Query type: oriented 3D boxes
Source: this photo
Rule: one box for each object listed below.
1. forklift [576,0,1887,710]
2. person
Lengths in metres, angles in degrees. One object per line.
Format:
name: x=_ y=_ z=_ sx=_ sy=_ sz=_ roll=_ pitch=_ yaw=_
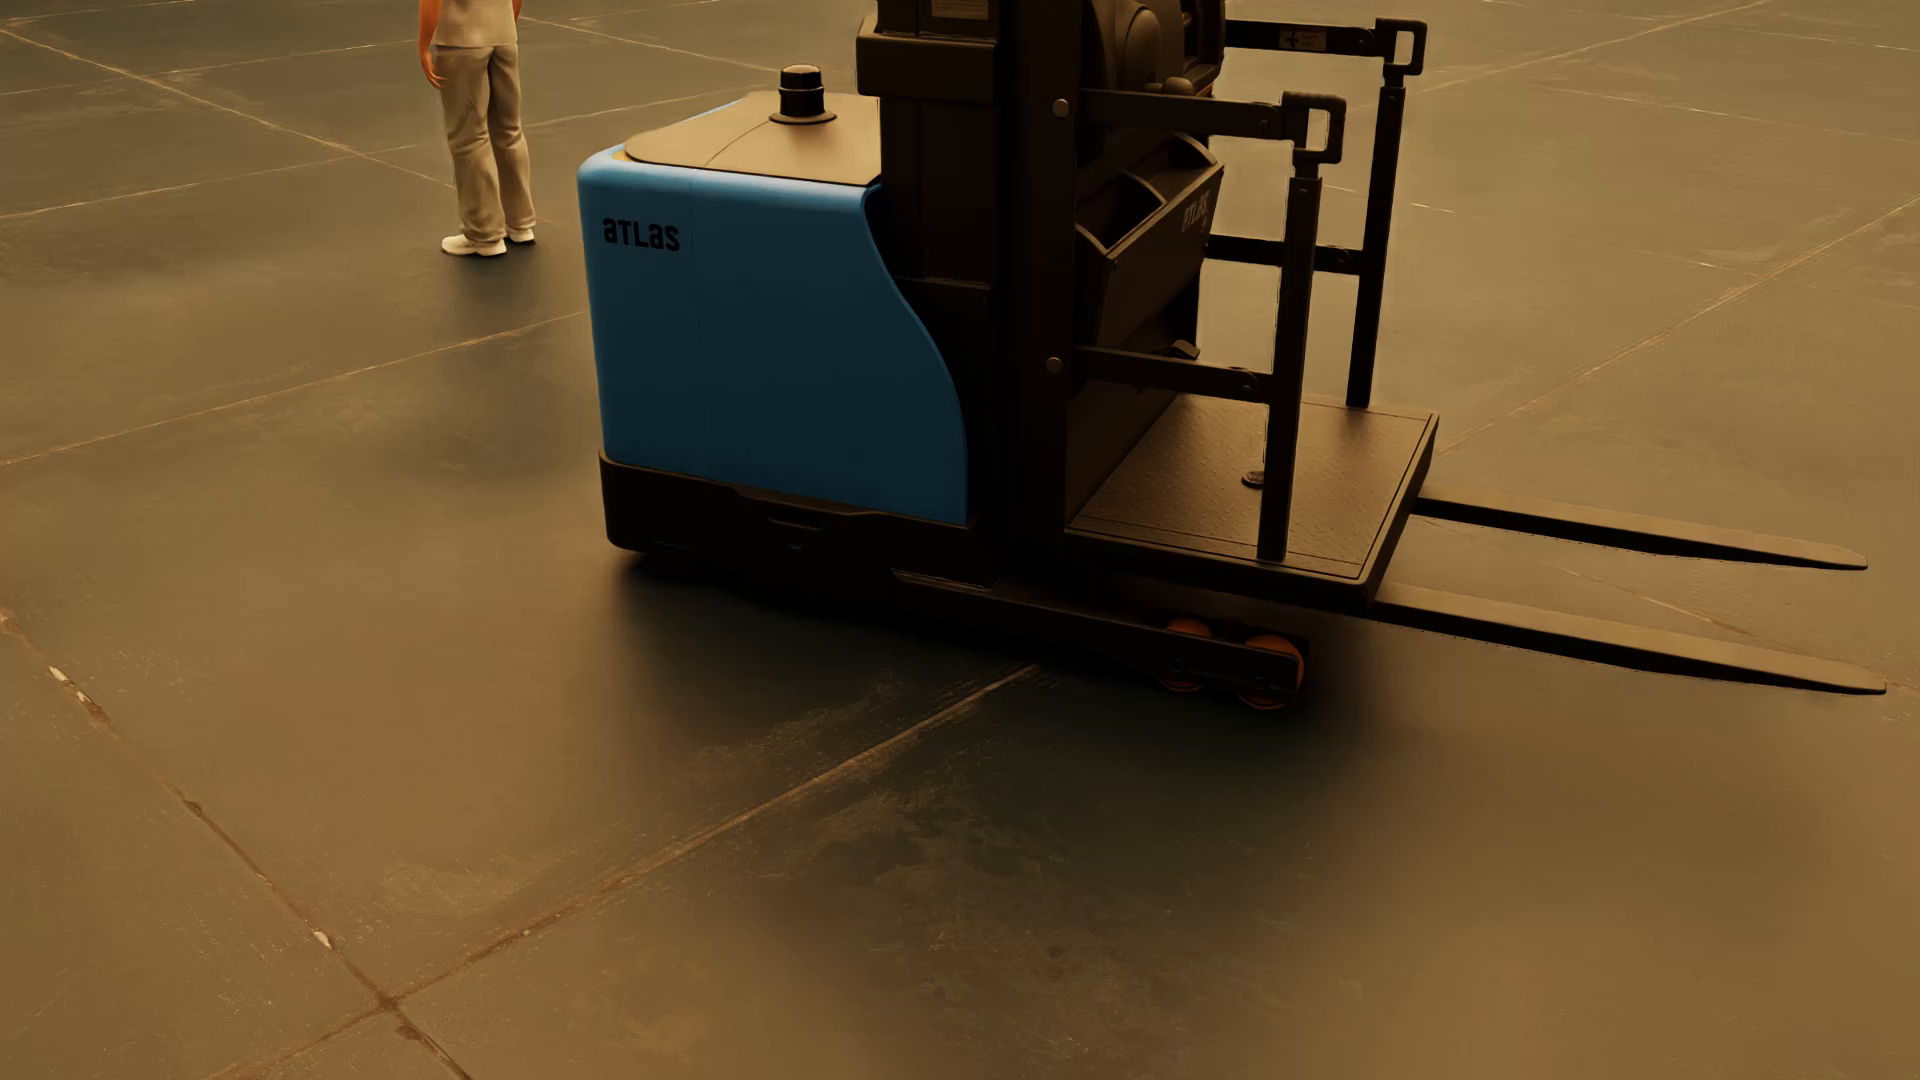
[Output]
forklift: x=0.630 y=-1.199 z=3.658 sx=3.031 sy=2.935 sz=1.130 roll=11 pitch=28 yaw=20
person: x=-1.980 y=-1.974 z=6.668 sx=0.512 sy=1.684 sz=0.526 roll=16 pitch=30 yaw=30
